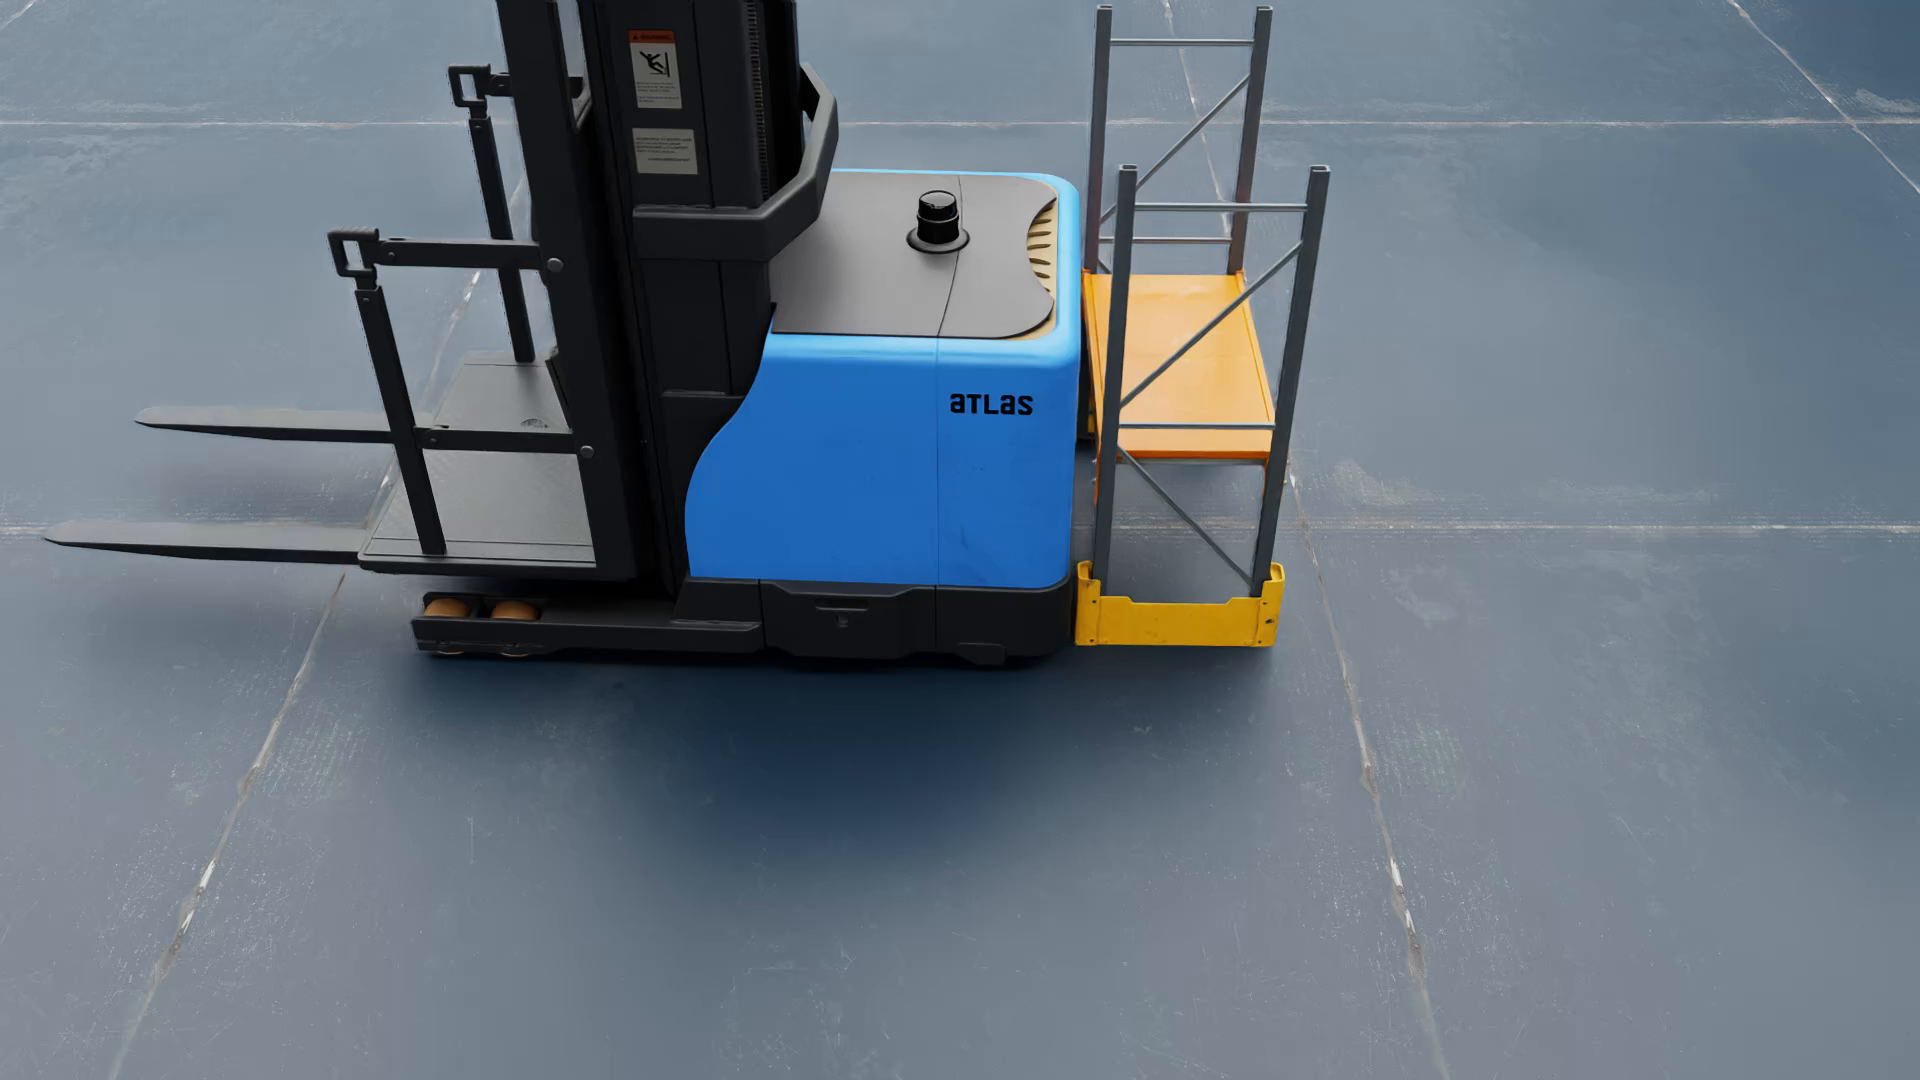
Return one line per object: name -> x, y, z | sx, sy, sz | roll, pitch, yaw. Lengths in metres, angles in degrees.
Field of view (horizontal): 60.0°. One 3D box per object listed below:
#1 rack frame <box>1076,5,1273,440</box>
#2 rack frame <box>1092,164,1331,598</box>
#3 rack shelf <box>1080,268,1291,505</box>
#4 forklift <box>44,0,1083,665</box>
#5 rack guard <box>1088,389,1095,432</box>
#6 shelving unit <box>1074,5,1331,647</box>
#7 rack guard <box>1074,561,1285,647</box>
rack frame -> 0.642, -0.936, 5.219 | 0.500, 1.500, 0.032 | 0, 39, 1
rack frame -> 0.629, -0.300, 4.425 | 0.500, 1.500, 0.032 | 0, 39, 1
rack shelf -> 0.636, -0.478, 4.935 | 0.538, 0.185, 1.000 | 0, 39, 1
forklift -> -1.174, -1.132, 4.319 | 3.031, 2.935, 1.130 | 2, 39, 2
rack guard -> 0.642, -0.436, 5.594 | 0.587, 0.250, 0.087 | 0, 39, 1
shelving unit -> 0.635, -0.613, 4.815 | 0.587, 1.500, 1.083 | 0, 39, 1
rack guard -> 0.629, 0.187, 4.817 | 0.587, 0.250, 0.087 | 0, 39, 1
